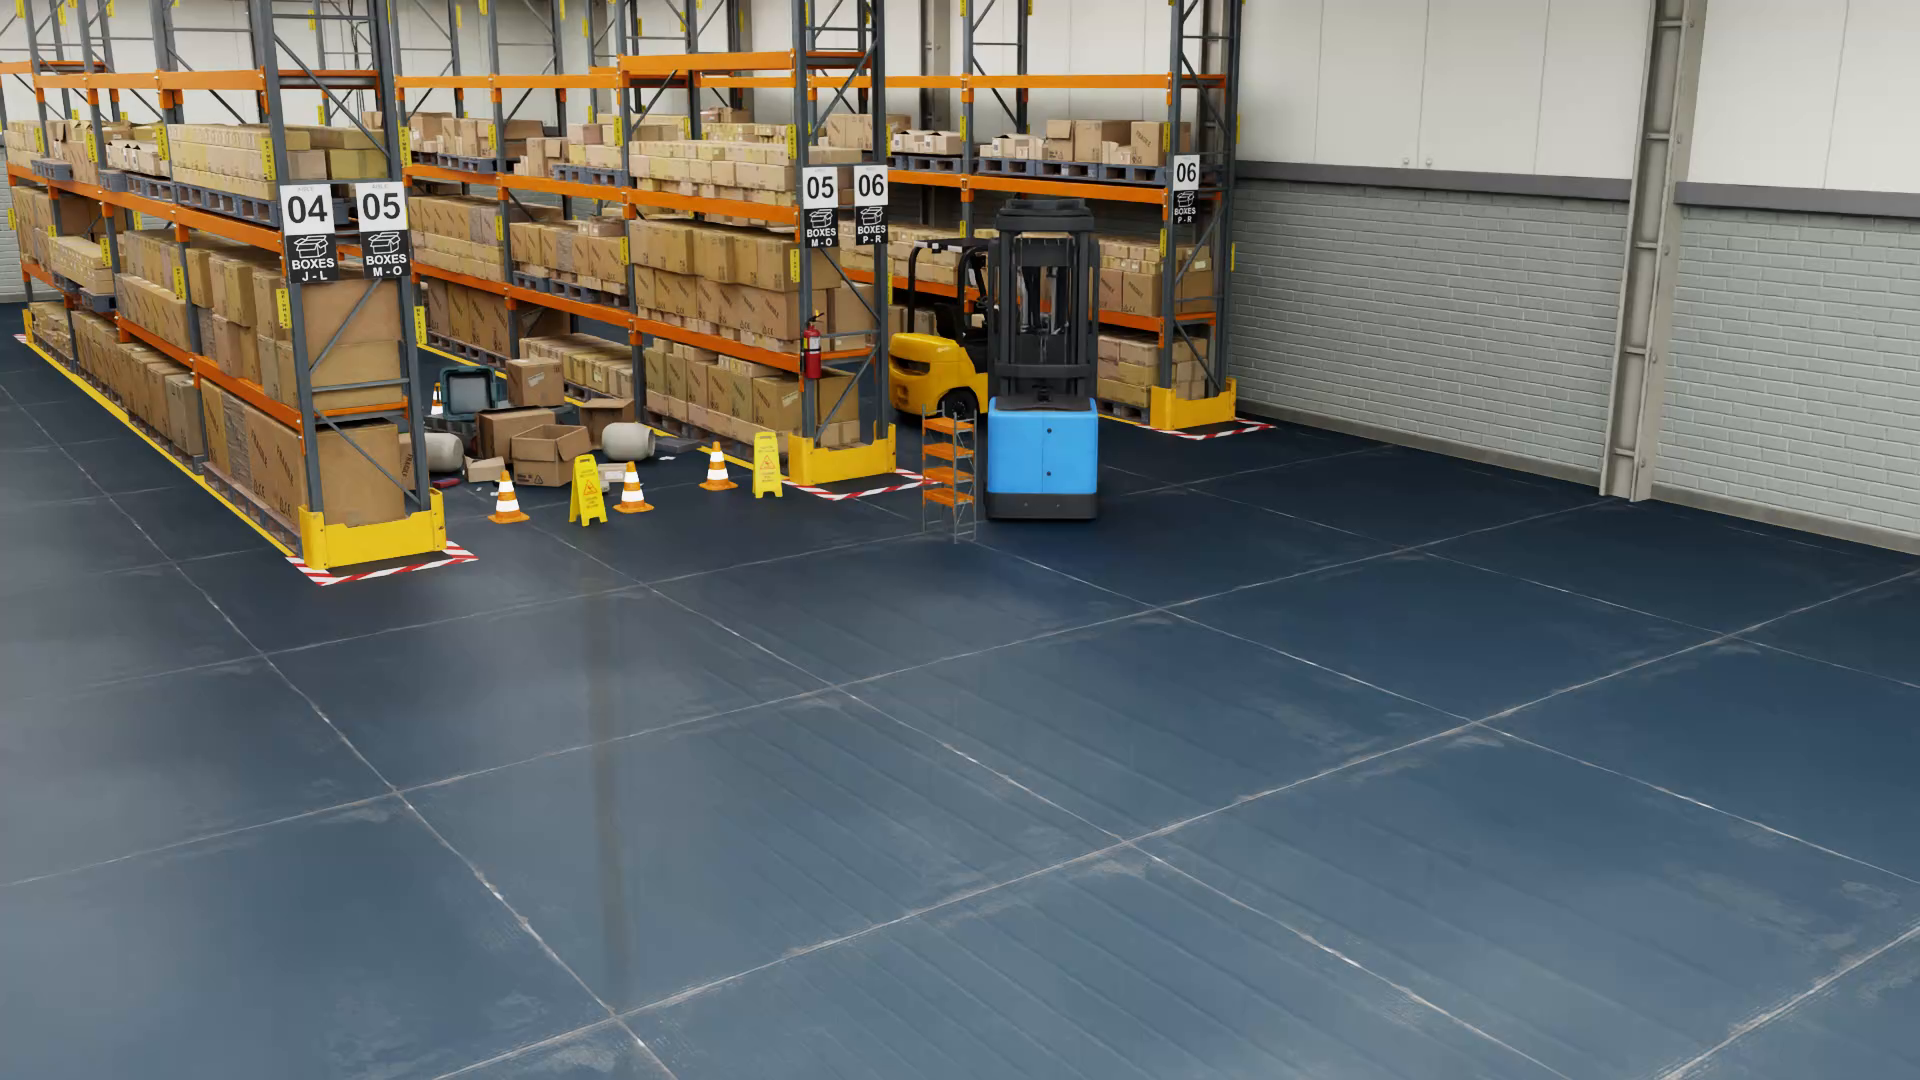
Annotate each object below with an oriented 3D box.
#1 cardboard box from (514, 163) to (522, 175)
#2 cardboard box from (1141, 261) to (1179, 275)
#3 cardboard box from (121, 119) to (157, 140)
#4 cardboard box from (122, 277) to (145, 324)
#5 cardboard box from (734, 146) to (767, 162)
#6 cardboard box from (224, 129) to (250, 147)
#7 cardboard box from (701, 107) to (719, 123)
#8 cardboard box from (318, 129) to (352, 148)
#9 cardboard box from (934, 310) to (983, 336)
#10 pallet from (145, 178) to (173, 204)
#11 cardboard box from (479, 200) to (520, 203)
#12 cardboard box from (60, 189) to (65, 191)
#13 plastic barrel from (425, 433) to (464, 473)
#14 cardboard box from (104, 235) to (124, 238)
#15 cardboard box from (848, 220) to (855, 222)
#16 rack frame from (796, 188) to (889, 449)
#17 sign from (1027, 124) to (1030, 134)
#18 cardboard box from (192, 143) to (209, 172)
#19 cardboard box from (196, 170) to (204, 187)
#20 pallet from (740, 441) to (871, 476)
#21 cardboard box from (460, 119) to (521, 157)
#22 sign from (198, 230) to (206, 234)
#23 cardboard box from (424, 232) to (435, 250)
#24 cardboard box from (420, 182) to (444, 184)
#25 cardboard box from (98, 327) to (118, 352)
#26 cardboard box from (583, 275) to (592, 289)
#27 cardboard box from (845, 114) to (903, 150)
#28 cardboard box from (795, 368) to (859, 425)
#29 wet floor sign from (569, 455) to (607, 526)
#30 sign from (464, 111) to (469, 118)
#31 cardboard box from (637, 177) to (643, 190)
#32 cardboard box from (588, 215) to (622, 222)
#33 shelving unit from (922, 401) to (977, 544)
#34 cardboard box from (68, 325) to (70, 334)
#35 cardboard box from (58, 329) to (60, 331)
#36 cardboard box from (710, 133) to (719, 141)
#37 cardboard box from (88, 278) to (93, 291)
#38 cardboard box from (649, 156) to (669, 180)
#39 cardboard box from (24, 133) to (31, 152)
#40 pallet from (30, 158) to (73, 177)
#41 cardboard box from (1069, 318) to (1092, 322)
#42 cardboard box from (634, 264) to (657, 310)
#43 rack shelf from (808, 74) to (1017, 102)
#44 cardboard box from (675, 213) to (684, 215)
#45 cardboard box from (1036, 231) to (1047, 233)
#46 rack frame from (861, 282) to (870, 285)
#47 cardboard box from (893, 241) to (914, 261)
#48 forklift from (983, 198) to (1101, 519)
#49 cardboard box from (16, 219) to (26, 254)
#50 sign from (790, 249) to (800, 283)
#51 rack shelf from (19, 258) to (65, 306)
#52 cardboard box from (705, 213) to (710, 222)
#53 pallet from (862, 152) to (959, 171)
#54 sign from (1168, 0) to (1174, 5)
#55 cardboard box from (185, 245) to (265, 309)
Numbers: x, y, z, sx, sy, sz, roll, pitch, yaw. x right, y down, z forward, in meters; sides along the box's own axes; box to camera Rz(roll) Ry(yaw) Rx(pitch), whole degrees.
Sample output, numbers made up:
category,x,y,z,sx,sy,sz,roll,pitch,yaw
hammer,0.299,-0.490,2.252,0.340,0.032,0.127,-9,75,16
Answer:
category,x,y,z,sx,sy,sz,roll,pitch,yaw
cardboard box,-5.843,-5.049,22.633,0.380,0.149,0.250,-11,19,-35
cardboard box,2.396,-3.271,19.928,0.380,0.149,0.250,-11,19,-34
cardboard box,-10.335,-5.178,20.993,0.396,0.266,0.258,-11,19,-35
cardboard box,-9.488,-2.829,19.541,0.500,0.500,0.500,-11,19,-35
cardboard box,-2.155,-4.073,17.559,0.380,0.149,0.250,-11,19,-35
cardboard box,-6.199,-3.515,14.537,0.380,0.149,0.250,-11,19,-34
cardboard box,-4.335,-7.243,28.319,0.396,0.266,0.258,-11,19,-35
cardboard box,-5.367,-3.508,14.510,0.380,0.149,0.250,-11,19,-35
cardboard box,0.159,-2.901,23.694,0.875,0.625,0.625,-10,18,-32
pallet,-8.062,-3.715,17.648,0.805,0.209,1.217,-12,19,-37
cardboard box,-6.868,-4.816,24.906,0.500,0.500,0.500,-11,18,-34
cardboard box,-13.457,-5.132,25.498,0.500,0.500,0.500,-10,18,-32
plastic barrel,-5.575,-0.926,17.657,0.512,0.421,0.421,1,15,4
cardboard box,-11.634,-4.136,23.061,0.380,0.149,0.250,-12,19,-36
cardboard box,-1.522,-4.911,25.918,0.380,0.149,0.250,-10,18,-33
rack frame,-1.186,-2.108,17.097,1.000,3.000,0.127,-11,19,-35
sign,0.923,-5.554,22.877,0.100,0.325,0.005,-11,19,-35
cardboard box,-6.827,-3.578,15.521,0.500,0.250,0.500,-11,19,-35
cardboard box,-6.944,-3.401,15.631,0.380,0.149,0.250,-11,19,-35
pallet,-1.680,-0.958,18.178,1.003,0.211,1.213,-11,19,-35
cardboard box,-6.626,-5.696,23.538,0.700,0.500,0.500,-12,19,-37
sign,-9.388,-3.672,20.617,0.100,0.325,0.005,-11,19,-35
cardboard box,-7.882,-4.595,25.519,0.500,0.250,0.500,-11,18,-34
cardboard box,-8.566,-5.722,26.988,0.380,0.149,0.250,-11,19,-35
cardboard box,-10.755,-2.597,21.401,0.500,0.250,0.500,-11,19,-34
cardboard box,-4.538,-3.273,21.034,0.380,0.149,0.250,-11,19,-34
cardboard box,-1.271,-6.049,24.638,0.700,0.500,0.500,-11,19,-36
cardboard box,-1.452,-1.566,18.110,0.500,0.500,0.500,-12,19,-36
wet floor sign,-3.512,-0.484,15.622,0.232,0.644,0.267,14,21,42
sign,-7.809,-6.605,26.269,0.100,0.325,0.005,-11,19,-35
cardboard box,-3.554,-4.182,19.469,0.380,0.149,0.250,-11,19,-35
cardboard box,-4.700,-4.218,22.028,0.380,0.149,0.250,-12,19,-37
shelving unit,-0.097,-0.614,15.047,0.258,1.200,0.503,-11,19,-35
cardboard box,-12.606,-3.031,23.945,0.380,0.149,0.250,-10,18,-33
cardboard box,-13.204,-3.100,24.762,0.380,0.149,0.250,-10,18,-33
cardboard box,-3.943,-6.726,27.777,0.380,0.149,0.250,-11,19,-34
cardboard box,-10.641,-3.195,20.749,0.380,0.149,0.250,-11,19,-35
cardboard box,-3.190,-4.235,18.907,0.500,0.250,0.500,-11,19,-35
cardboard box,-13.271,-5.779,24.163,0.500,0.250,0.500,-10,18,-32
pallet,-11.910,-5.089,22.660,1.213,0.211,1.003,-11,19,-35
cardboard box,1.517,-2.801,22.148,0.500,0.250,0.500,-11,19,-34
cardboard box,-3.505,-3.017,19.664,0.500,0.500,0.500,-11,19,-35
rack shelf,-0.701,-6.514,23.952,1.077,0.370,4.000,-11,19,-35
cardboard box,-4.904,-5.877,30.588,0.500,0.250,0.500,-10,18,-33
cardboard box,1.187,-4.102,22.402,0.380,0.149,0.250,-11,19,-35
rack frame,-1.877,-4.588,26.156,1.000,3.000,0.127,-11,19,-35
cardboard box,-0.625,-4.186,24.027,0.500,0.250,0.500,-10,18,-33
forklift,0.824,-1.943,16.624,1.130,2.935,3.031,1,15,2
cardboard box,-14.498,-4.788,26.134,0.500,0.500,0.500,-10,18,-32
sign,-1.647,-2.737,16.603,0.100,0.325,0.005,-11,19,-35
rack shelf,-13.363,-3.961,25.228,1.077,0.370,4.000,-11,19,-35
cardboard box,-4.126,-5.555,28.704,0.700,0.500,0.500,-10,18,-33
pallet,-0.746,-5.574,24.436,1.003,0.211,1.213,-10,18,-32
sign,2.379,-6.181,18.692,0.100,0.325,0.005,-11,19,-35
cardboard box,-7.294,-2.682,16.862,0.875,0.550,0.550,-11,19,-35
